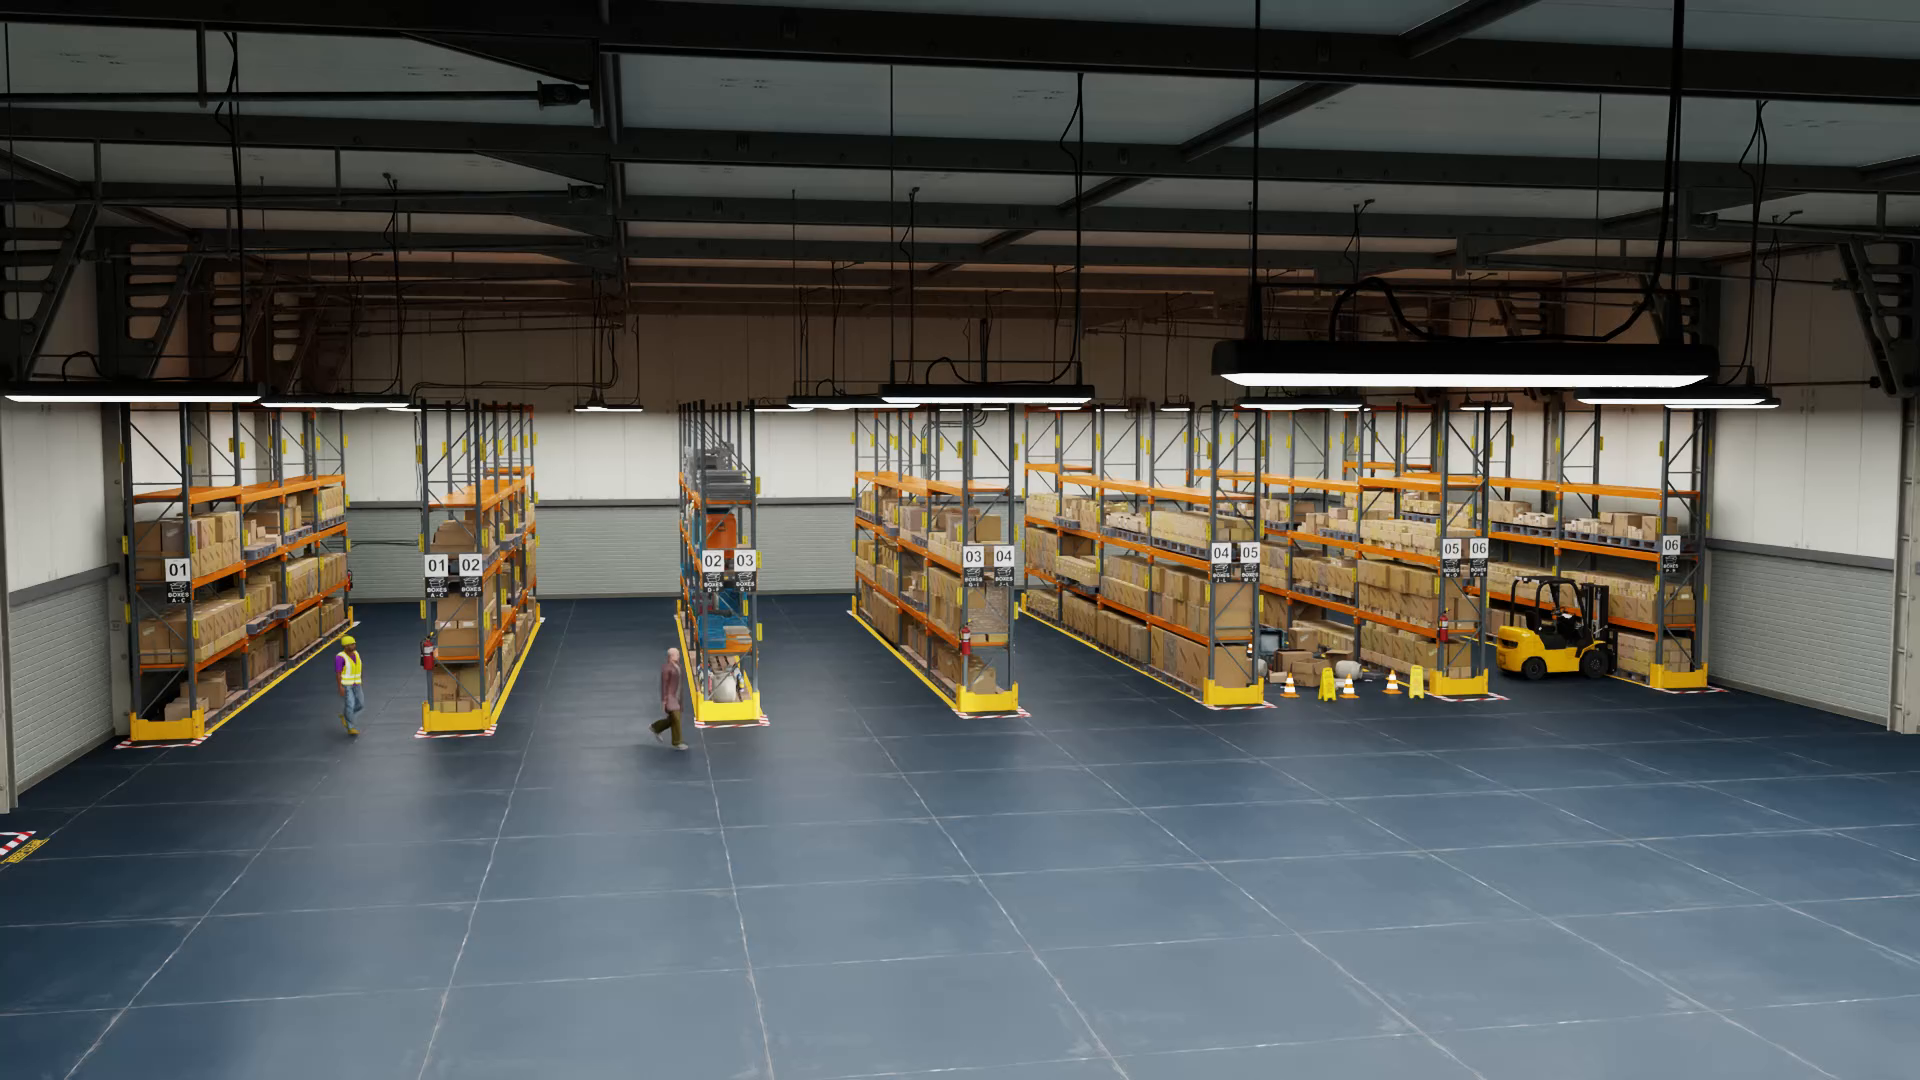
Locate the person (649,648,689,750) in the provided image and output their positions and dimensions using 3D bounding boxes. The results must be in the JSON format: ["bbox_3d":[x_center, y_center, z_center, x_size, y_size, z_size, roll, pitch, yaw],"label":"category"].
[{"bbox_3d":[-4.986,2.695,28.476,0.984,1.741,0.547,2,5,29],"label":"person"}]

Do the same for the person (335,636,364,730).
[{"bbox_3d":[-10.988,2.550,29.800,0.523,1.692,0.566,3,5,33],"label":"person"}]
